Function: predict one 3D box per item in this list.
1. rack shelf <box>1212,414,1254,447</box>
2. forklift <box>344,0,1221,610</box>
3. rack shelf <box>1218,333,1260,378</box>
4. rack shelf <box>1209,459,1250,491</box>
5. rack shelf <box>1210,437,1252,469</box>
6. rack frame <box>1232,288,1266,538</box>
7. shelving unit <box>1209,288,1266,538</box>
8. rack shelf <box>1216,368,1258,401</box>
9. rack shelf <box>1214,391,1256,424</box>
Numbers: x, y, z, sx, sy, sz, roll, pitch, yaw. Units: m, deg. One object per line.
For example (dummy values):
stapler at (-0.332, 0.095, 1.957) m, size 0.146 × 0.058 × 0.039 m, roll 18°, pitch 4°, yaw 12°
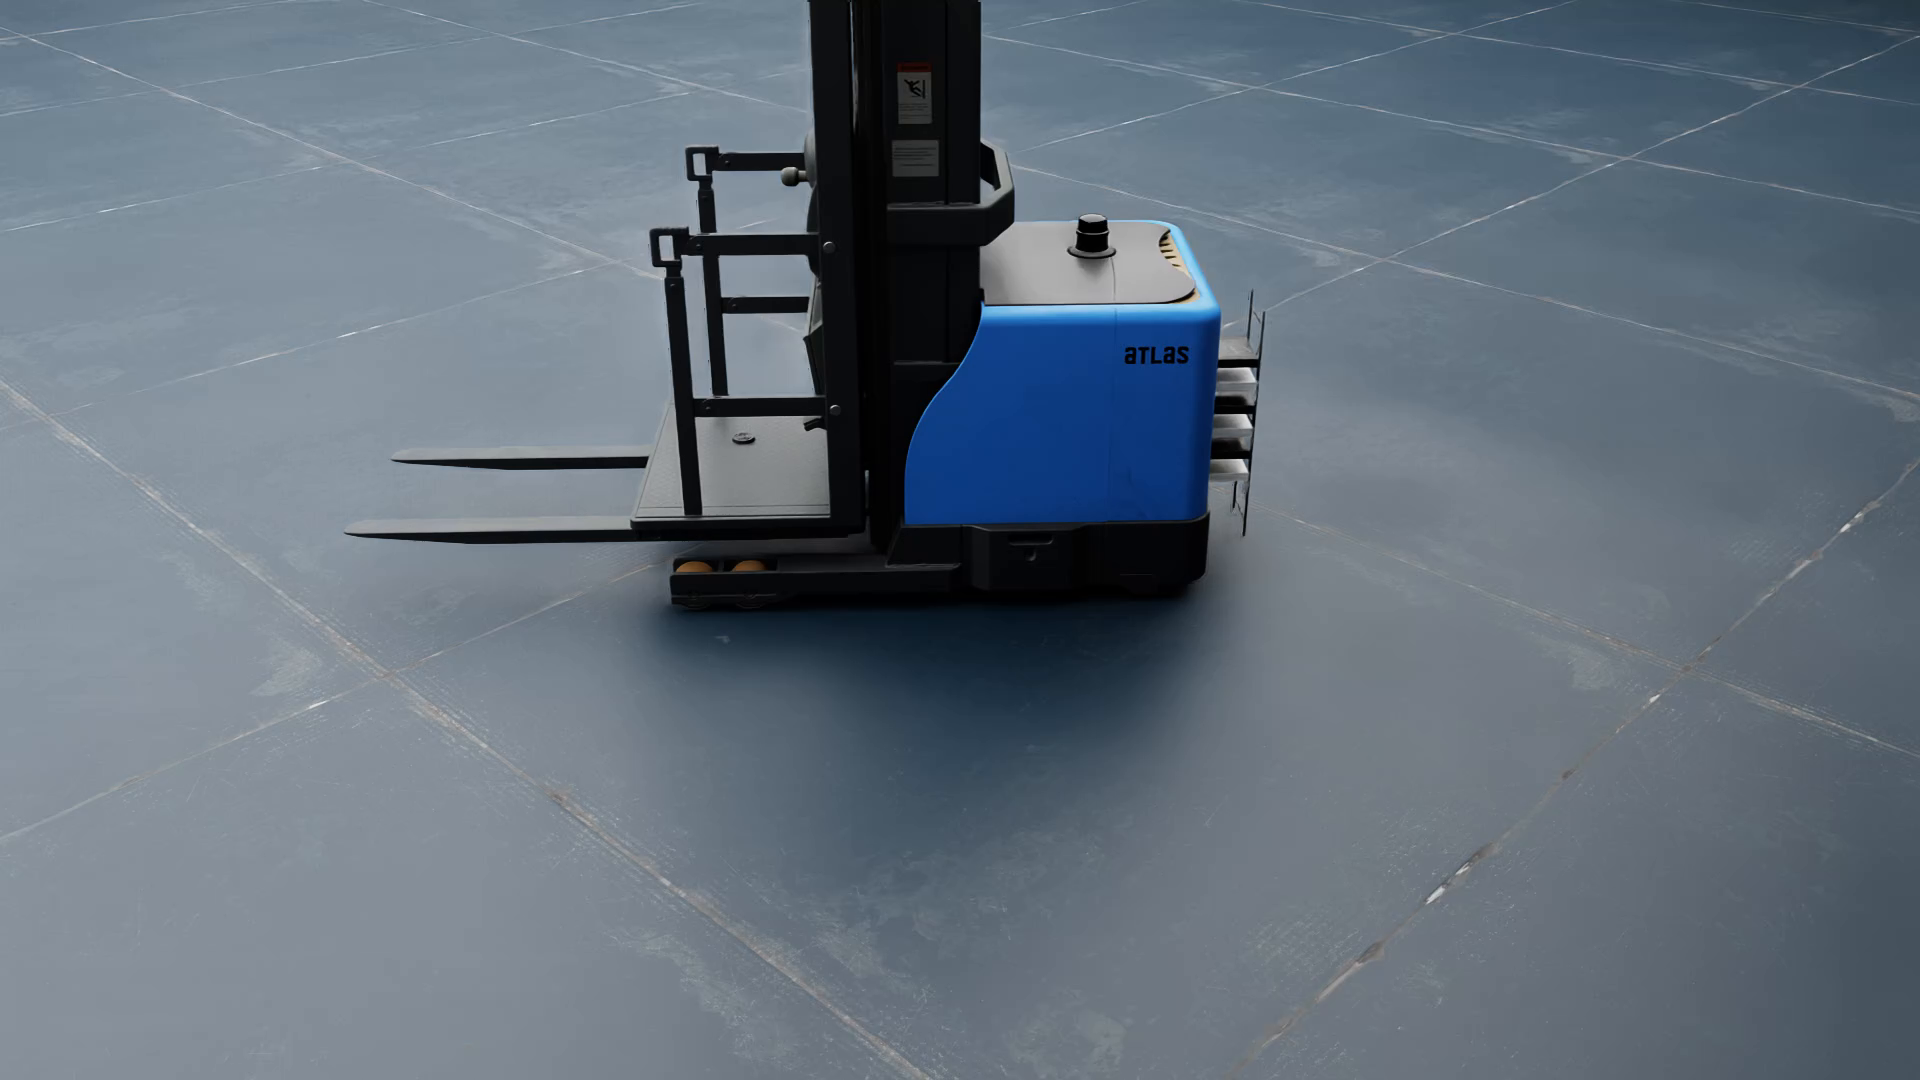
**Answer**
rack shelf at (0.966, -0.432, 6.176) m, size 0.200 × 0.077 × 0.258 m, roll -1°, pitch 28°, yaw -2°
forklift at (-0.657, -1.304, 5.581) m, size 3.031 × 2.935 × 1.130 m, roll -1°, pitch 28°, yaw -2°
rack shelf at (0.966, -0.671, 6.050) m, size 0.200 × 0.077 × 0.258 m, roll -1°, pitch 28°, yaw -2°
rack shelf at (0.966, -0.273, 6.260) m, size 0.200 × 0.077 × 0.258 m, roll -1°, pitch 28°, yaw -2°
rack shelf at (0.966, -0.352, 6.218) m, size 0.200 × 0.077 × 0.258 m, roll -1°, pitch 28°, yaw -2°
rack frame at (1.067, -0.463, 6.163) m, size 0.006 × 0.900 × 0.240 m, roll -1°, pitch 28°, yaw -2°
shelving unit at (0.966, -0.461, 6.160) m, size 0.210 × 0.900 × 0.258 m, roll -1°, pitch 28°, yaw -2°
rack shelf at (0.966, -0.591, 6.092) m, size 0.200 × 0.077 × 0.258 m, roll -1°, pitch 28°, yaw -2°
rack shelf at (0.966, -0.512, 6.134) m, size 0.200 × 0.077 × 0.258 m, roll -1°, pitch 28°, yaw -2°
